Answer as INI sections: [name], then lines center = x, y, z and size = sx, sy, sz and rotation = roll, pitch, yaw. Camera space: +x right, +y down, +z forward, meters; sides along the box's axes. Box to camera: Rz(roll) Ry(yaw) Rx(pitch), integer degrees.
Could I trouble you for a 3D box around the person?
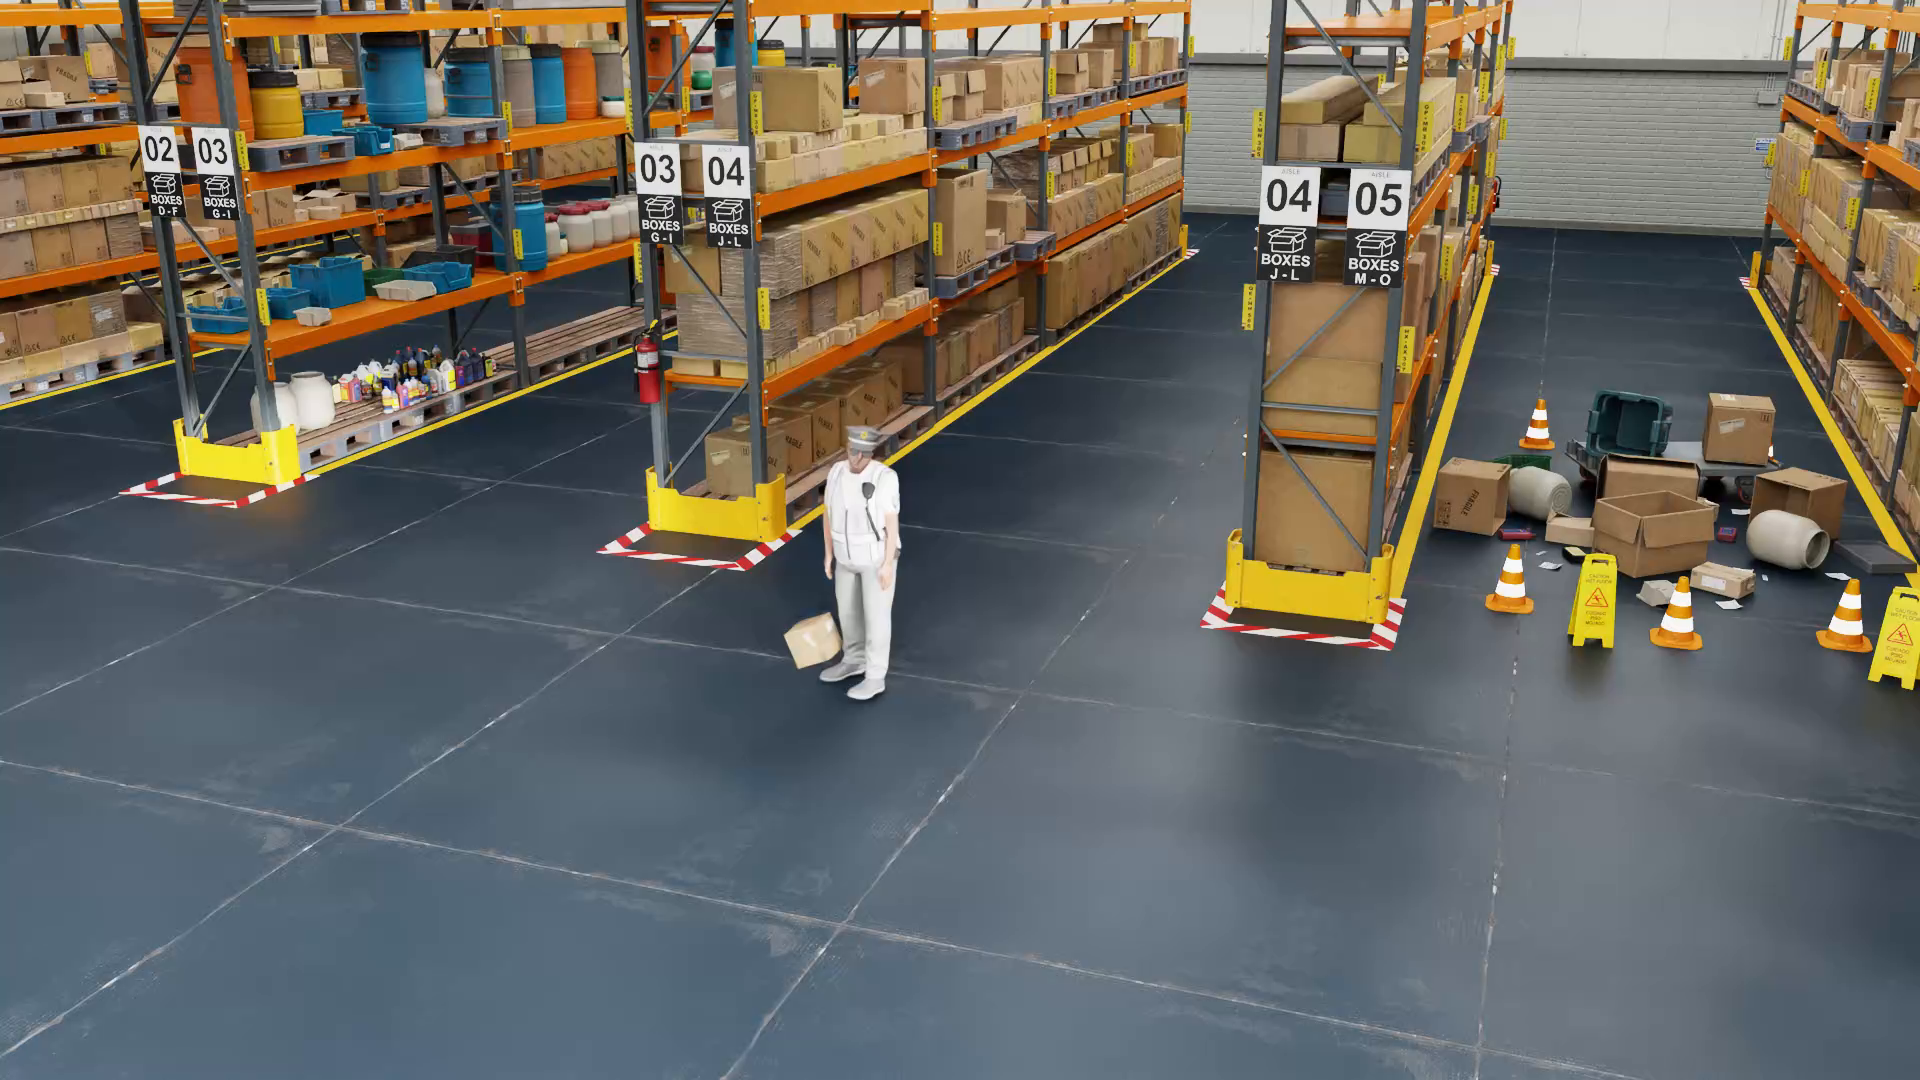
[person]
center = -0.676, 0.128, 10.590
size = 0.575, 1.760, 0.551
rotation = 10, 21, 28
